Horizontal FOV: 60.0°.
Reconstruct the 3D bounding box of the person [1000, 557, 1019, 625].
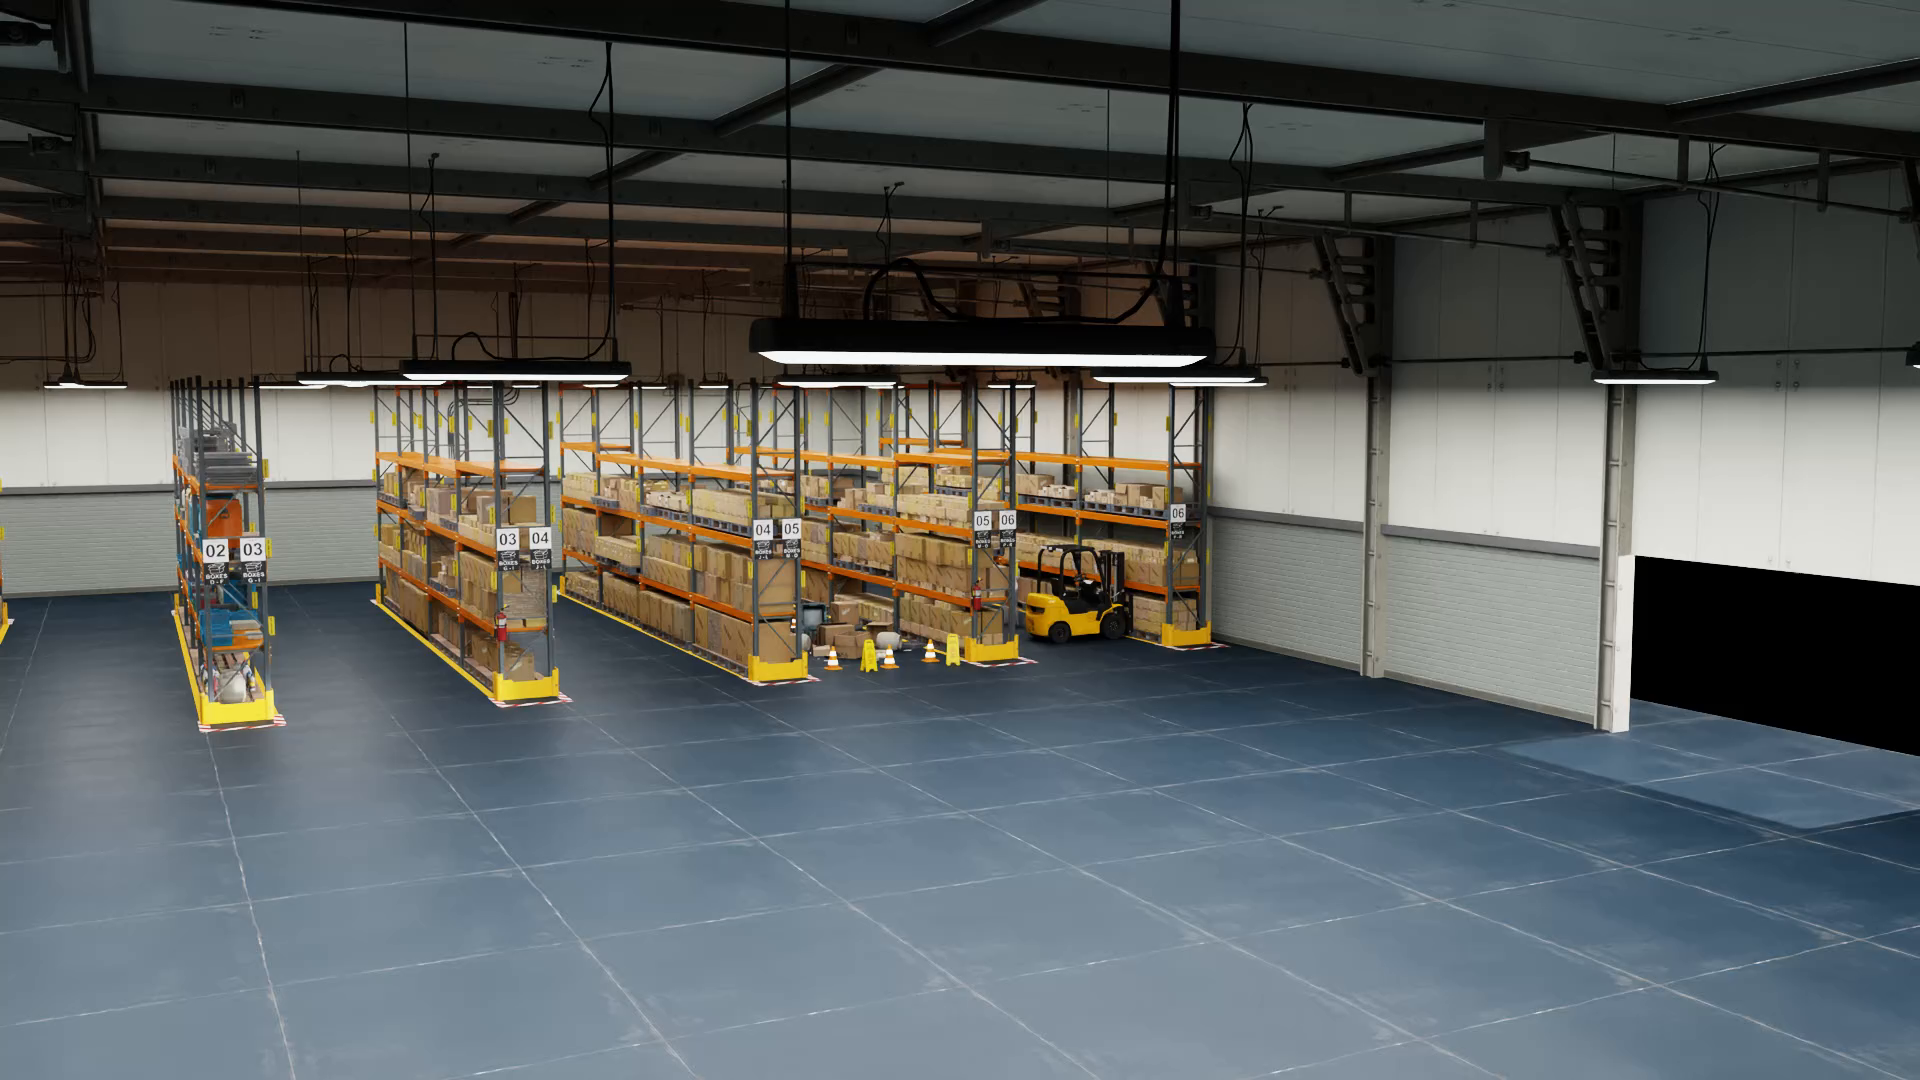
[{"bbox_3d":[1.236,1.284,40.856,0.489,1.720,0.612,-4,6,-36],"label":"person"}]
